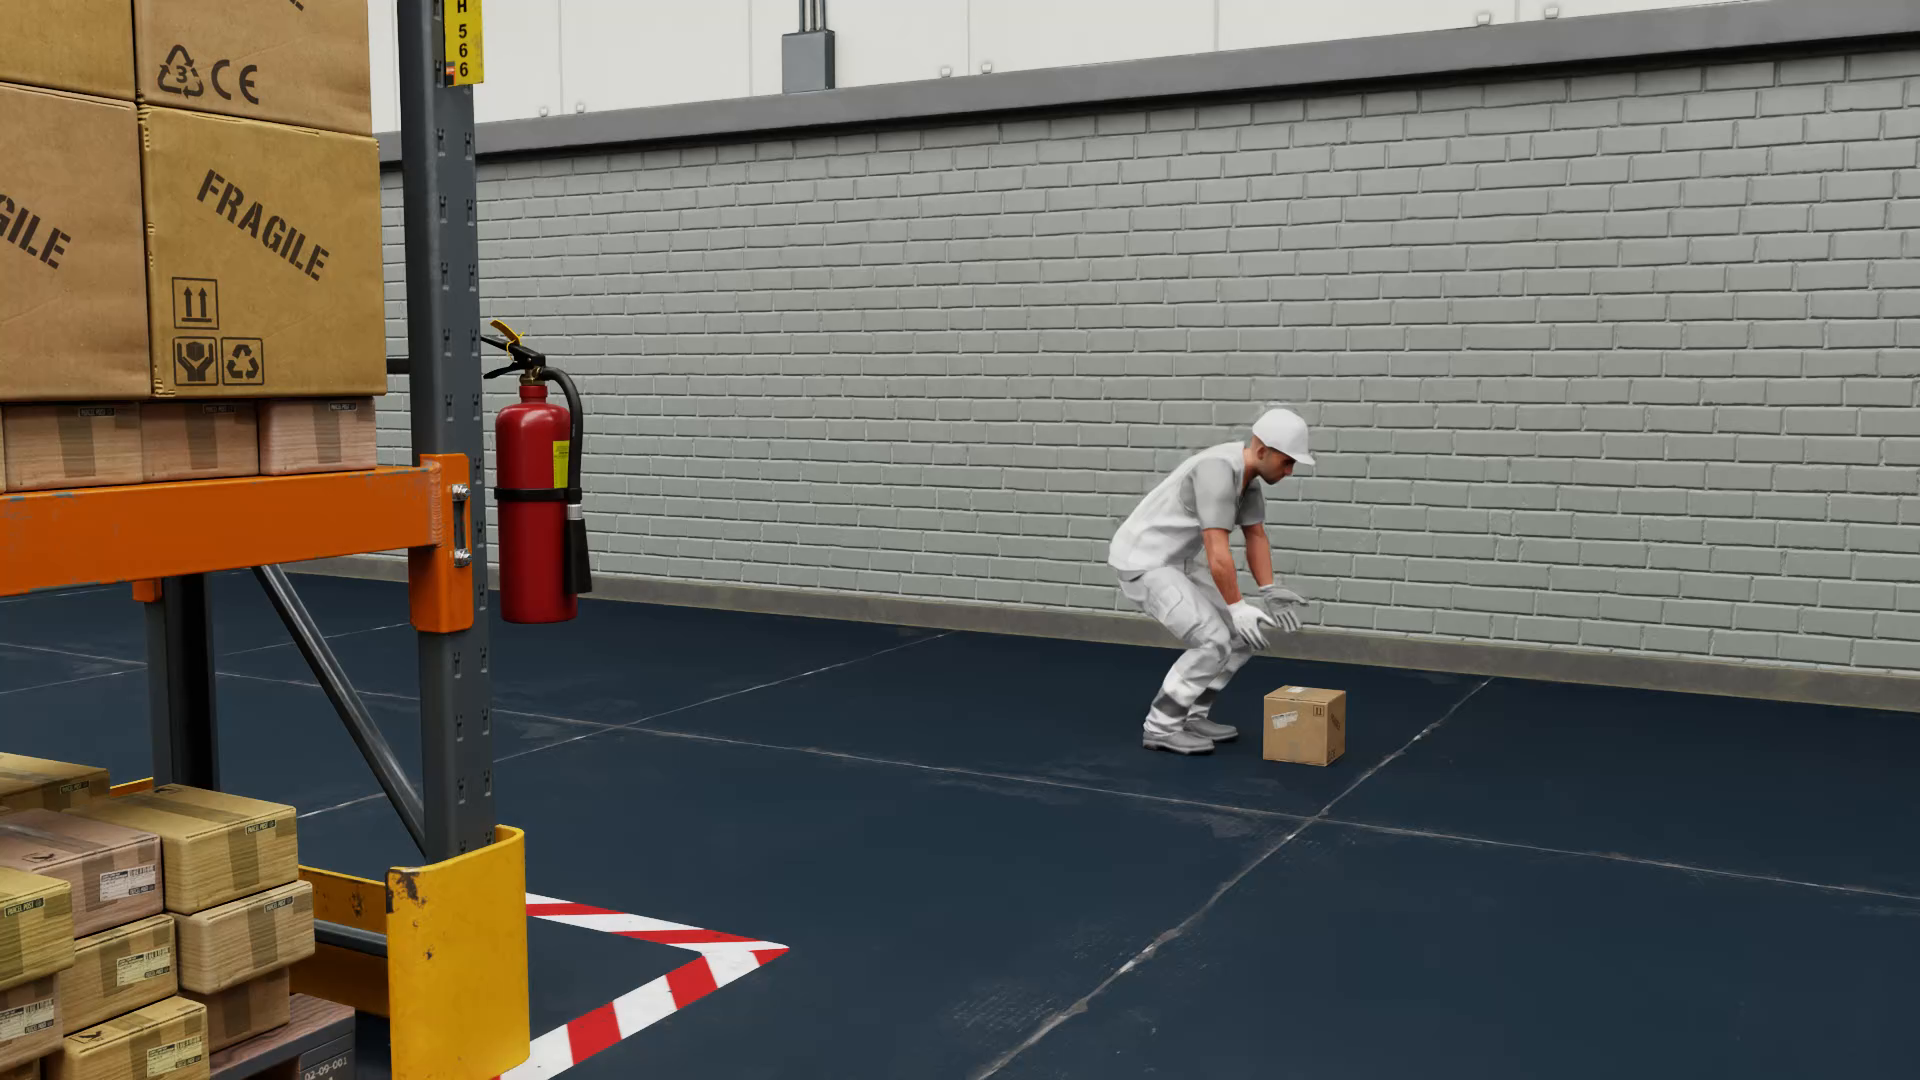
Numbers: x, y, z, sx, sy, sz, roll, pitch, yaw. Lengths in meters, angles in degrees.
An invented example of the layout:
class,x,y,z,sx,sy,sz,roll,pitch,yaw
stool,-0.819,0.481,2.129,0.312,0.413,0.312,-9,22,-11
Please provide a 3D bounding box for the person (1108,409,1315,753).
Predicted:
class,x,y,z,sx,sy,sz,roll,pitch,yaw
person,1.008,0.151,6.635,0.795,1.351,0.584,3,7,29
